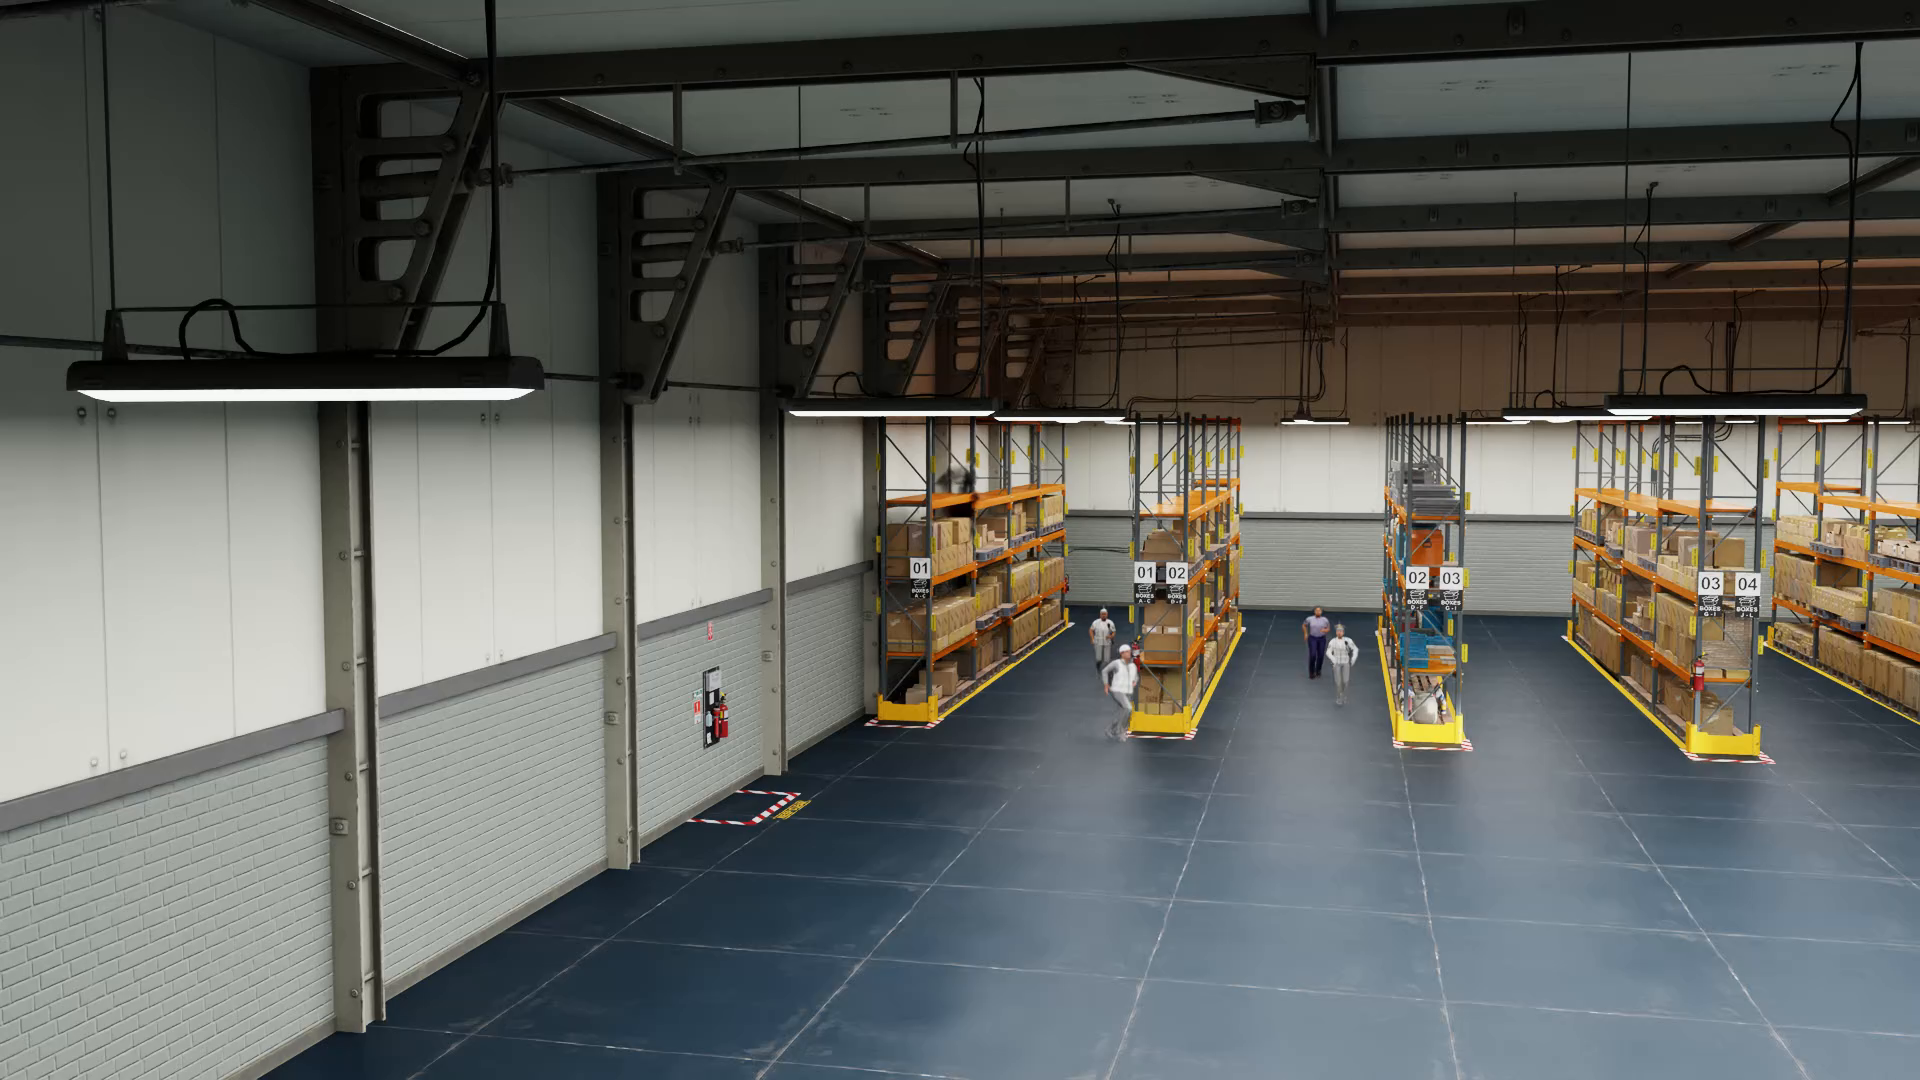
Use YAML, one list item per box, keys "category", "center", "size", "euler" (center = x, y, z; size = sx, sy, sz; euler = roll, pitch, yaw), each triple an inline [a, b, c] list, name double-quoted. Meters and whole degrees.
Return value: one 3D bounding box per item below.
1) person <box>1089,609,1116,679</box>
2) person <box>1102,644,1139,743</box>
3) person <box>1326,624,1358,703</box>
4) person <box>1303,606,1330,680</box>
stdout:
- category: "person"
  center: [3.223, 2.368, 37.499]
  size: [0.592, 1.629, 0.575]
  euler: [0, 4, 2]
- category: "person"
  center: [2.995, 2.783, 30.409]
  size: [0.641, 1.733, 0.700]
  euler: [-3, 5, -37]
- category: "person"
  center: [7.877, 2.571, 34.334]
  size: [0.629, 1.652, 0.574]
  euler: [1, 4, 16]
- category: "person"
  center: [8.137, 2.356, 37.894]
  size: [0.576, 1.685, 0.720]
  euler: [0, 4, 2]
